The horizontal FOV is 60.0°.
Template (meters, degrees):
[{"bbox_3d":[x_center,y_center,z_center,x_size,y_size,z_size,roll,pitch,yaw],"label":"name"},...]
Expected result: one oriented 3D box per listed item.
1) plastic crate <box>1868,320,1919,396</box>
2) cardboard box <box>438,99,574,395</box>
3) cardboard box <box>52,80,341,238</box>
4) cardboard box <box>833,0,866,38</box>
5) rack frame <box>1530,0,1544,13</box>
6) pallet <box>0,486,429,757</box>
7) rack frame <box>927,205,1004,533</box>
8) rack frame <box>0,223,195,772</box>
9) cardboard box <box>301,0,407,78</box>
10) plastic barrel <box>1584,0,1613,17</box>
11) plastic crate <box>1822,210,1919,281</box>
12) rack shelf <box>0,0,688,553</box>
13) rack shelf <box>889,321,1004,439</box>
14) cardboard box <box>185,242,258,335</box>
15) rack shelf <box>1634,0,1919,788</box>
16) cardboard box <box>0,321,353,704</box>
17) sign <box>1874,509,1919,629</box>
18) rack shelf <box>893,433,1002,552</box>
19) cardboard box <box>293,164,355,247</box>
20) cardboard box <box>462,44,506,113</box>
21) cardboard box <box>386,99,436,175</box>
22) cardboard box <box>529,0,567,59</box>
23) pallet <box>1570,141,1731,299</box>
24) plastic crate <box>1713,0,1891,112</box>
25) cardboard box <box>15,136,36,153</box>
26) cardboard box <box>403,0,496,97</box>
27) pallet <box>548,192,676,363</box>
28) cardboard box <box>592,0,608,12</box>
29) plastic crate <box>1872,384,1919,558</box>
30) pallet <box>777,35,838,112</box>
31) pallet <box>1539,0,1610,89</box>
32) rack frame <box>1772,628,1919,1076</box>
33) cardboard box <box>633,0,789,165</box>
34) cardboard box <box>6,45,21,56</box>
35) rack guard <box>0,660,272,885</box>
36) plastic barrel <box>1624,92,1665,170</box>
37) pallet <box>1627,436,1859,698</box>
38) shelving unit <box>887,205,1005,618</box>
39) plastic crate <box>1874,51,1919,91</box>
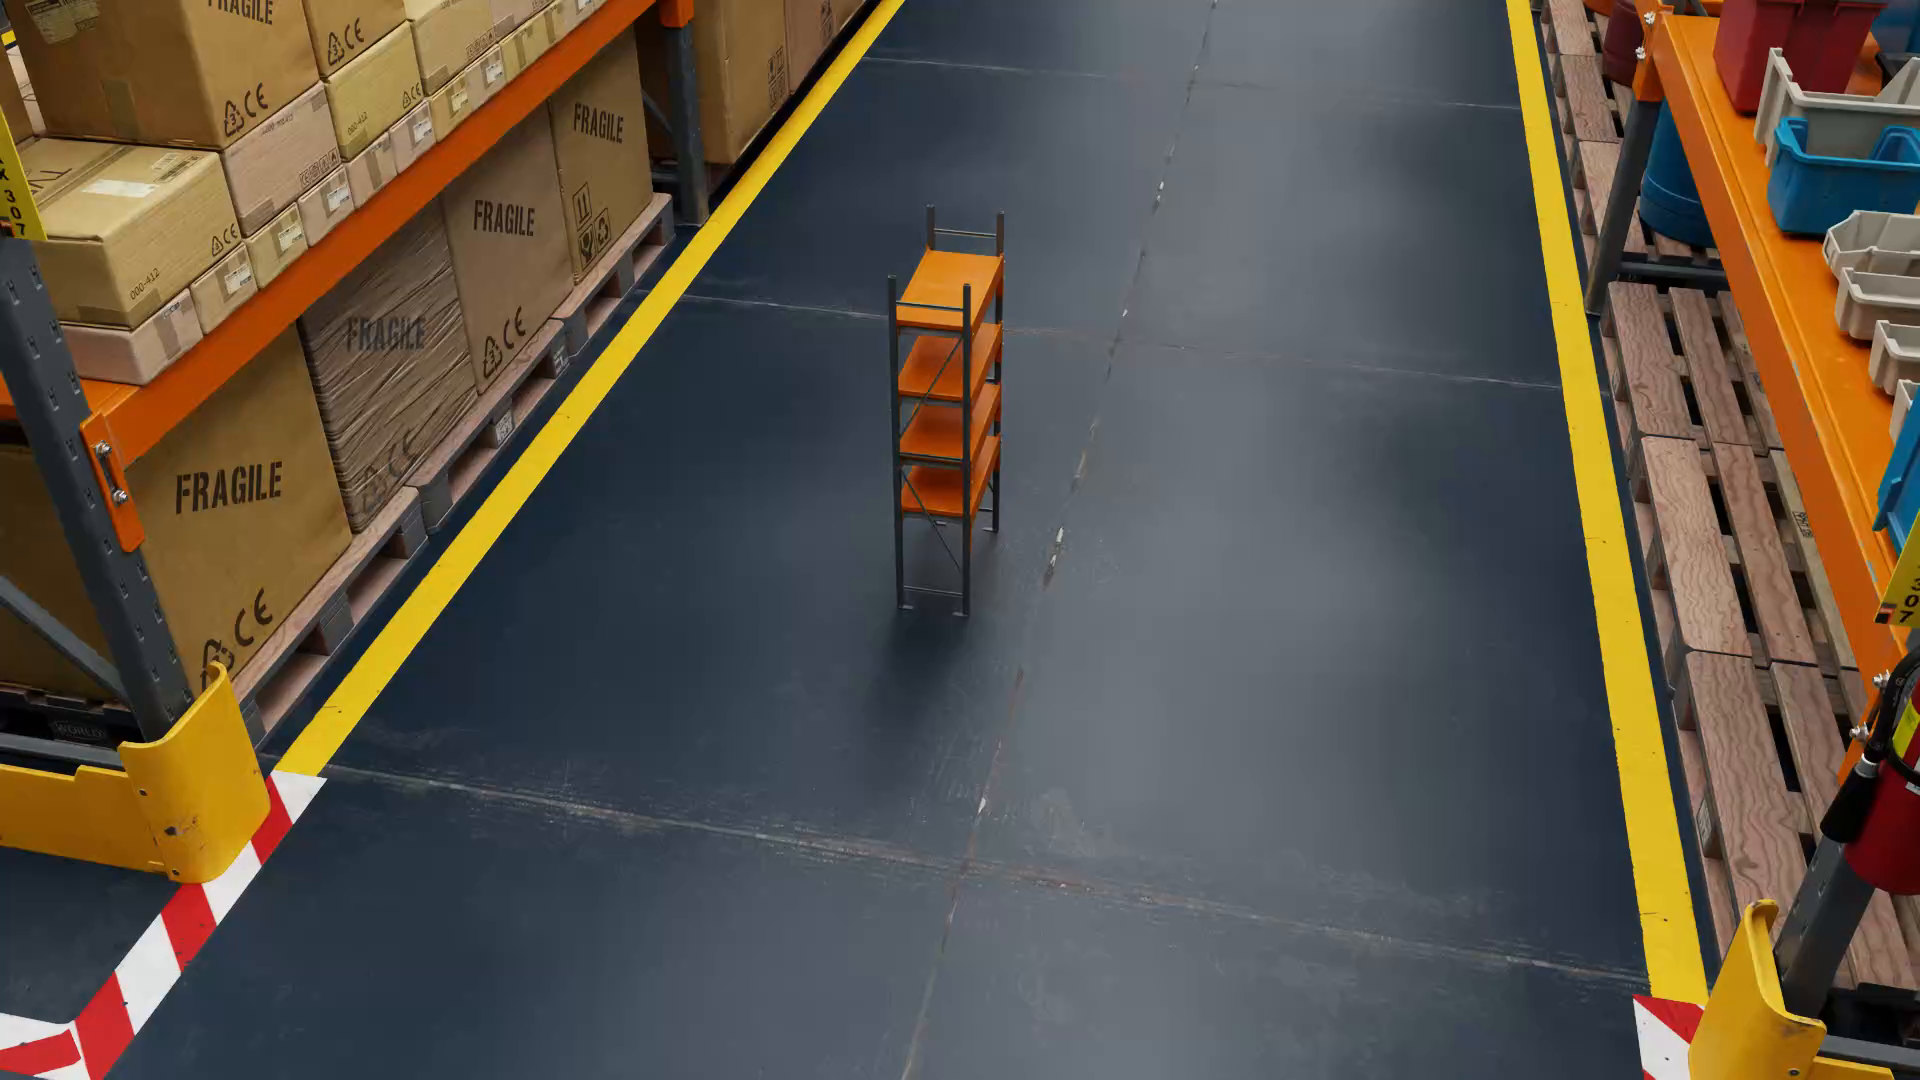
[{"bbox_3d":[2.376,-0.417,3.944,0.396,0.136,0.243,7,37,10],"label":"plastic crate"},{"bbox_3d":[-2.093,-1.185,6.281,0.875,0.875,0.875,7,37,10],"label":"cardboard box"},{"bbox_3d":[-2.065,-1.066,4.539,0.500,0.250,0.500,7,37,9],"label":"cardboard box"},{"bbox_3d":[-1.193,-3.459,9.420,1.225,0.875,0.875,7,37,10],"label":"cardboard box"},{"bbox_3d":[4.012,-4.432,9.309,1.000,3.000,0.127,7,37,10],"label":"rack frame"},{"bbox_3d":[-2.441,0.195,5.302,1.003,0.211,1.213,7,37,10],"label":"pallet"},{"bbox_3d":[0.017,-0.531,5.460,0.240,1.200,0.015,7,37,10],"label":"rack frame"},{"bbox_3d":[-2.536,-0.466,3.837,1.000,3.000,0.127,7,37,10],"label":"rack frame"},{"bbox_3d":[-1.958,-1.655,4.713,0.500,0.500,0.500,6,36,9],"label":"cardboard box"},{"bbox_3d":[3.924,-3.441,9.432,0.600,0.830,0.708,7,37,10],"label":"plastic barrel"},{"bbox_3d":[2.457,-0.752,4.405,0.298,0.136,0.250,7,37,10],"label":"plastic crate"},{"bbox_3d":[-2.108,-1.322,5.630,1.077,0.370,4.000,7,37,10],"label":"rack shelf"},{"bbox_3d":[-0.035,-0.518,5.175,0.258,0.148,0.480,7,37,10],"label":"rack shelf"},{"bbox_3d":[-2.084,-0.674,4.338,0.380,0.149,0.250,7,36,9],"label":"cardboard box"},{"bbox_3d":[2.730,-0.701,4.774,1.077,0.370,4.000,7,37,10],"label":"rack shelf"},{"bbox_3d":[-2.477,-0.153,4.858,0.875,0.875,0.875,7,37,10],"label":"cardboard box"},{"bbox_3d":[1.762,0.029,3.015,0.100,0.325,0.005,7,37,10],"label":"sign"},{"bbox_3d":[-0.035,-0.176,5.423,0.258,0.148,0.480,7,37,10],"label":"rack shelf"},{"bbox_3d":[-1.975,-0.970,4.747,0.380,0.149,0.250,7,36,9],"label":"cardboard box"},{"bbox_3d":[-1.756,-1.559,5.559,0.380,0.149,0.250,8,37,11],"label":"cardboard box"},{"bbox_3d":[-1.865,-1.264,5.152,0.380,0.149,0.250,7,37,9],"label":"cardboard box"},{"bbox_3d":[-1.646,-1.852,5.963,0.380,0.149,0.250,8,37,11],"label":"cardboard box"},{"bbox_3d":[3.363,-1.447,7.566,1.003,0.211,1.213,7,37,10],"label":"pallet"},{"bbox_3d":[2.722,-1.708,5.445,0.402,0.464,0.583,7,37,10],"label":"plastic crate"},{"bbox_3d":[-2.691,-0.837,4.223,0.500,0.250,0.500,7,36,9],"label":"cardboard box"},{"bbox_3d":[-1.848,-1.654,5.350,0.500,0.250,0.500,7,36,9],"label":"cardboard box"},{"bbox_3d":[-1.920,-1.204,7.232,1.003,0.211,1.213,7,37,10],"label":"pallet"},{"bbox_3d":[-1.536,-2.147,6.370,0.380,0.149,0.250,7,36,9],"label":"cardboard box"},{"bbox_3d":[2.192,-0.099,3.250,0.616,0.435,0.499,7,37,10],"label":"plastic crate"},{"bbox_3d":[-1.332,-2.784,9.411,1.003,0.211,1.213,7,37,10],"label":"pallet"},{"bbox_3d":[3.884,-2.846,9.496,1.003,0.211,1.213,7,37,10],"label":"pallet"},{"bbox_3d":[2.303,0.155,2.981,1.000,3.000,0.127,7,37,10],"label":"rack frame"},{"bbox_3d":[-1.564,-2.439,8.011,1.225,0.875,0.875,7,37,10],"label":"cardboard box"},{"bbox_3d":[-2.474,-1.420,5.027,0.500,0.250,0.500,6,36,8],"label":"cardboard box"},{"bbox_3d":[-2.541,0.560,4.552,1.175,0.500,0.348,7,37,10],"label":"rack guard"},{"bbox_3d":[3.441,-2.175,7.625,0.600,0.901,0.708,7,37,10],"label":"plastic barrel"},{"bbox_3d":[2.780,0.118,5.407,1.003,0.211,1.213,7,37,10],"label":"pallet"},{"bbox_3d":[-0.035,-0.391,5.267,0.258,1.200,0.503,7,37,10],"label":"shelving unit"},{"bbox_3d":[3.181,-1.376,5.276,0.437,0.125,0.590,7,37,10],"label":"plastic crate"}]
